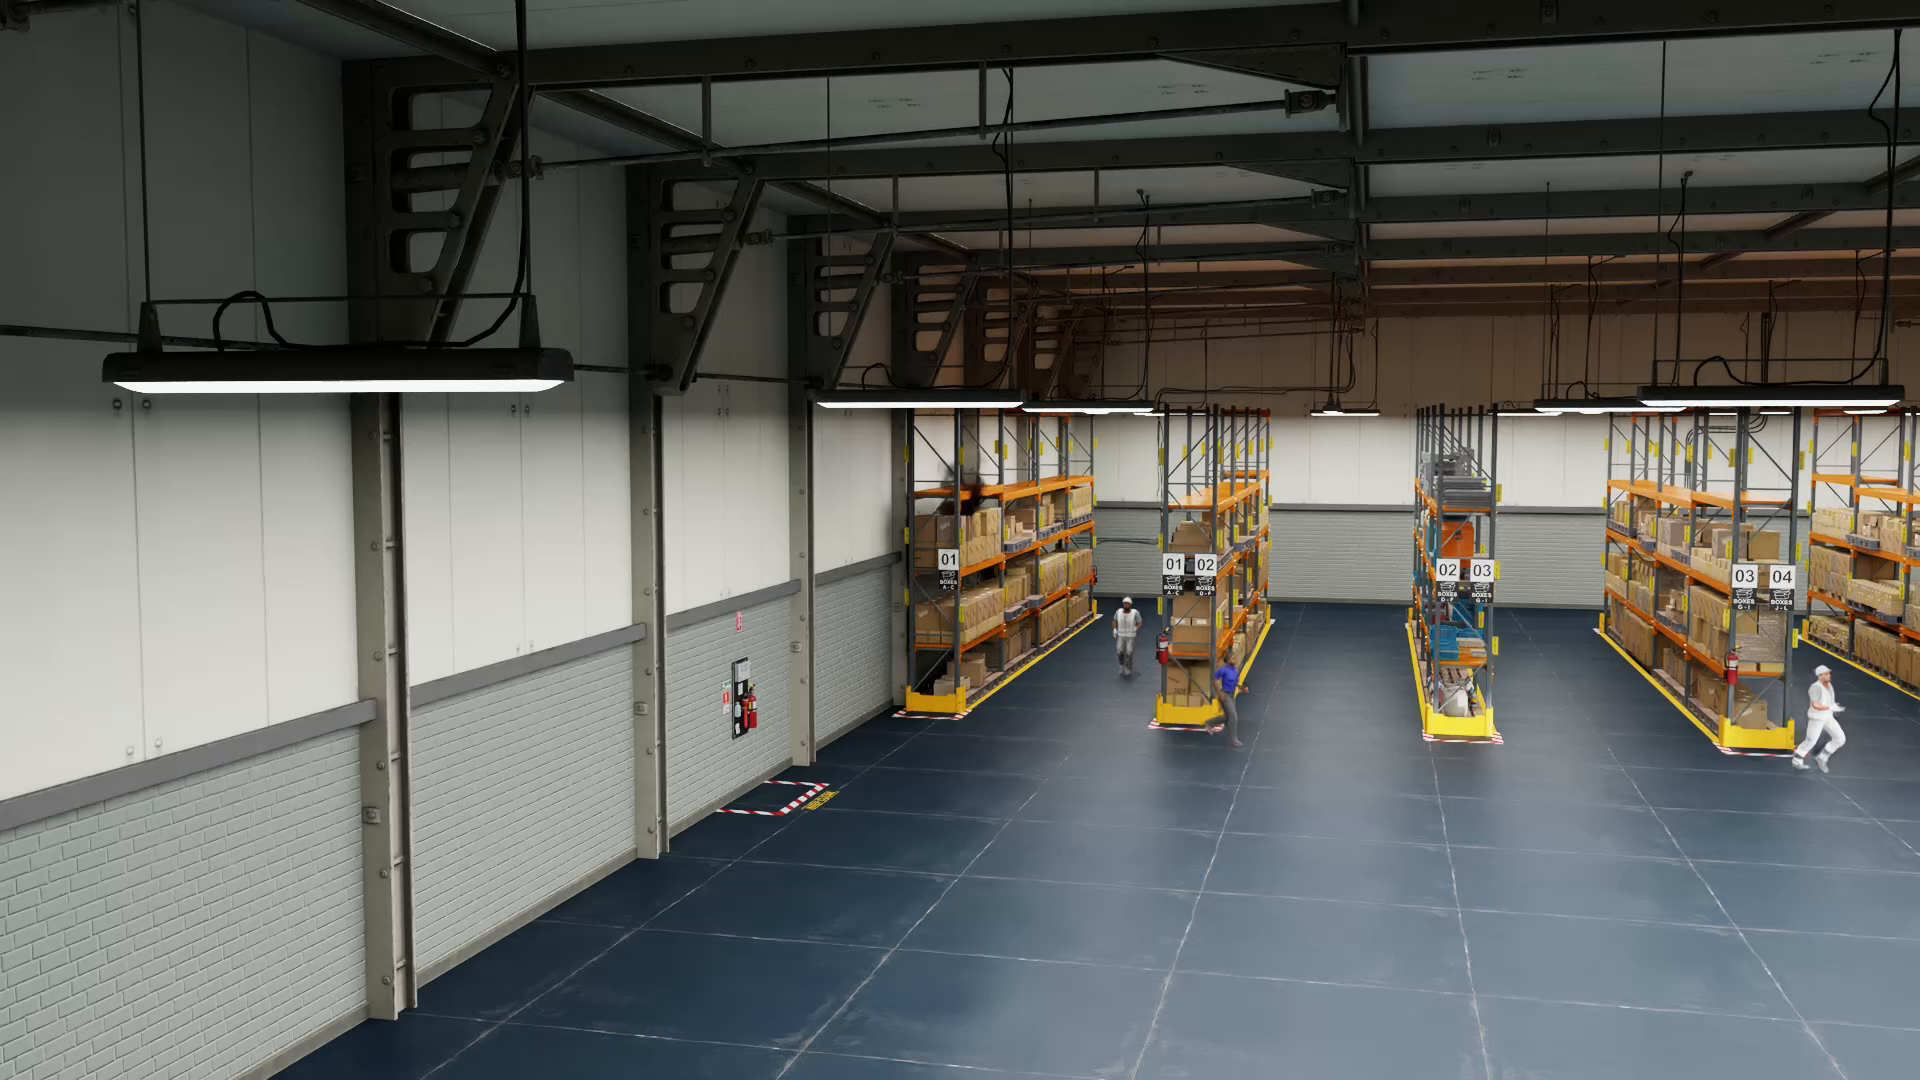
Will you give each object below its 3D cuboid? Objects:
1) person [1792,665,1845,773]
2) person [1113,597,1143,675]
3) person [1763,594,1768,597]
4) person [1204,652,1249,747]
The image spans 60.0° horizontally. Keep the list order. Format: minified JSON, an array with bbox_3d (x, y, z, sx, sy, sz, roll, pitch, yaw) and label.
[{"bbox_3d":[13.863,2.875,26.725,0.674,1.748,0.848,-2,5,-28],"label":"person"},{"bbox_3d":[3.706,2.147,36.979,0.684,1.746,0.616,1,4,13],"label":"person"},{"bbox_3d":[18.709,2.035,38.728,0.704,1.773,0.844,1,4,14],"label":"person"},{"bbox_3d":[4.641,2.779,29.303,0.850,1.635,0.557,3,5,39],"label":"person"}]
